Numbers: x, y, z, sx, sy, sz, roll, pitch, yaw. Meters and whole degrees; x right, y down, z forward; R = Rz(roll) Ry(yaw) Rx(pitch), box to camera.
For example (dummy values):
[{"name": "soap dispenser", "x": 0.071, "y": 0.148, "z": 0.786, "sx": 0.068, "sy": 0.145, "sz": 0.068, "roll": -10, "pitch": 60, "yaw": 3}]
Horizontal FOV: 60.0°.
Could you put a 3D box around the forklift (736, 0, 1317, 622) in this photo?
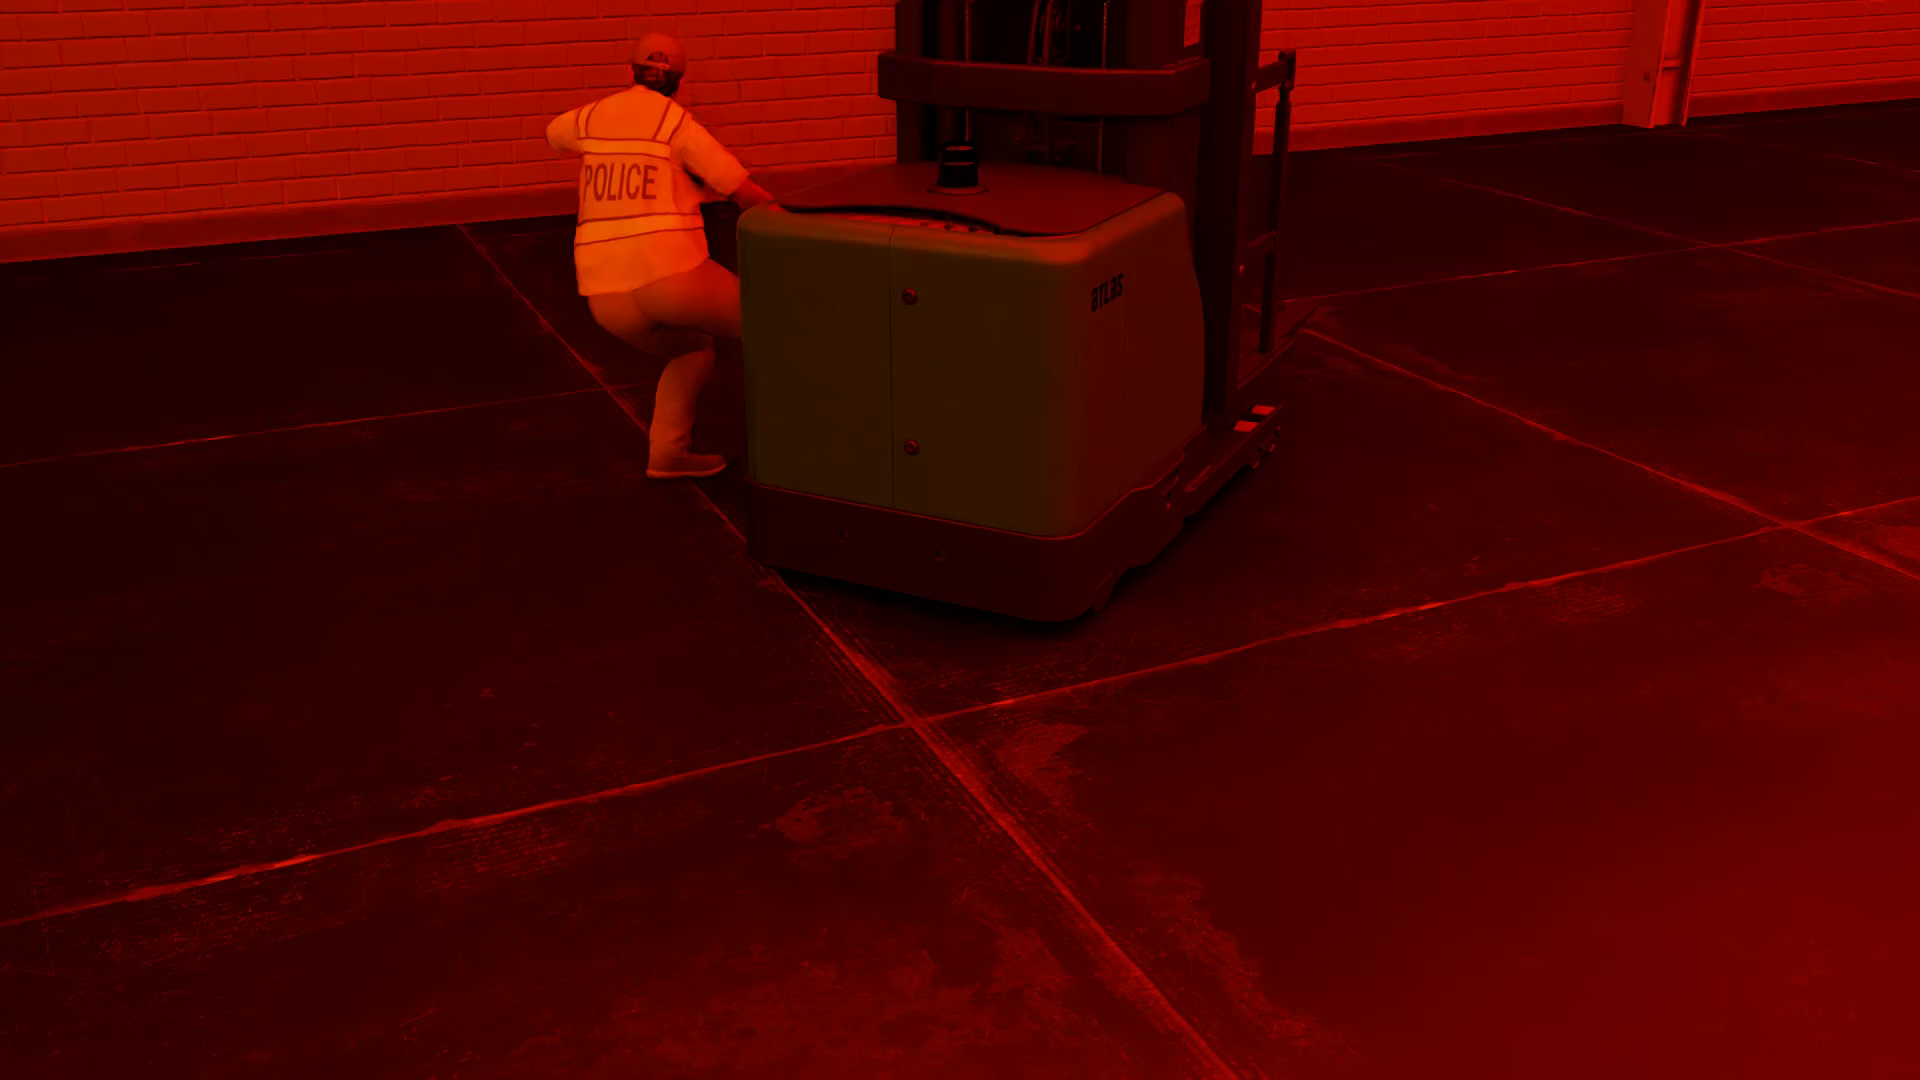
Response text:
[{"name": "forklift", "x": 0.494, "y": -1.664, "z": 5.292, "sx": 1.130, "sy": 2.935, "sz": 3.031, "roll": 11, "pitch": 25, "yaw": 24}]

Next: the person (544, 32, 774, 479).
[{"name": "person", "x": -0.818, "y": -0.915, "z": 5.450, "sx": 1.358, "sy": 1.423, "sz": 0.826, "roll": 7, "pitch": 24, "yaw": 17}]
